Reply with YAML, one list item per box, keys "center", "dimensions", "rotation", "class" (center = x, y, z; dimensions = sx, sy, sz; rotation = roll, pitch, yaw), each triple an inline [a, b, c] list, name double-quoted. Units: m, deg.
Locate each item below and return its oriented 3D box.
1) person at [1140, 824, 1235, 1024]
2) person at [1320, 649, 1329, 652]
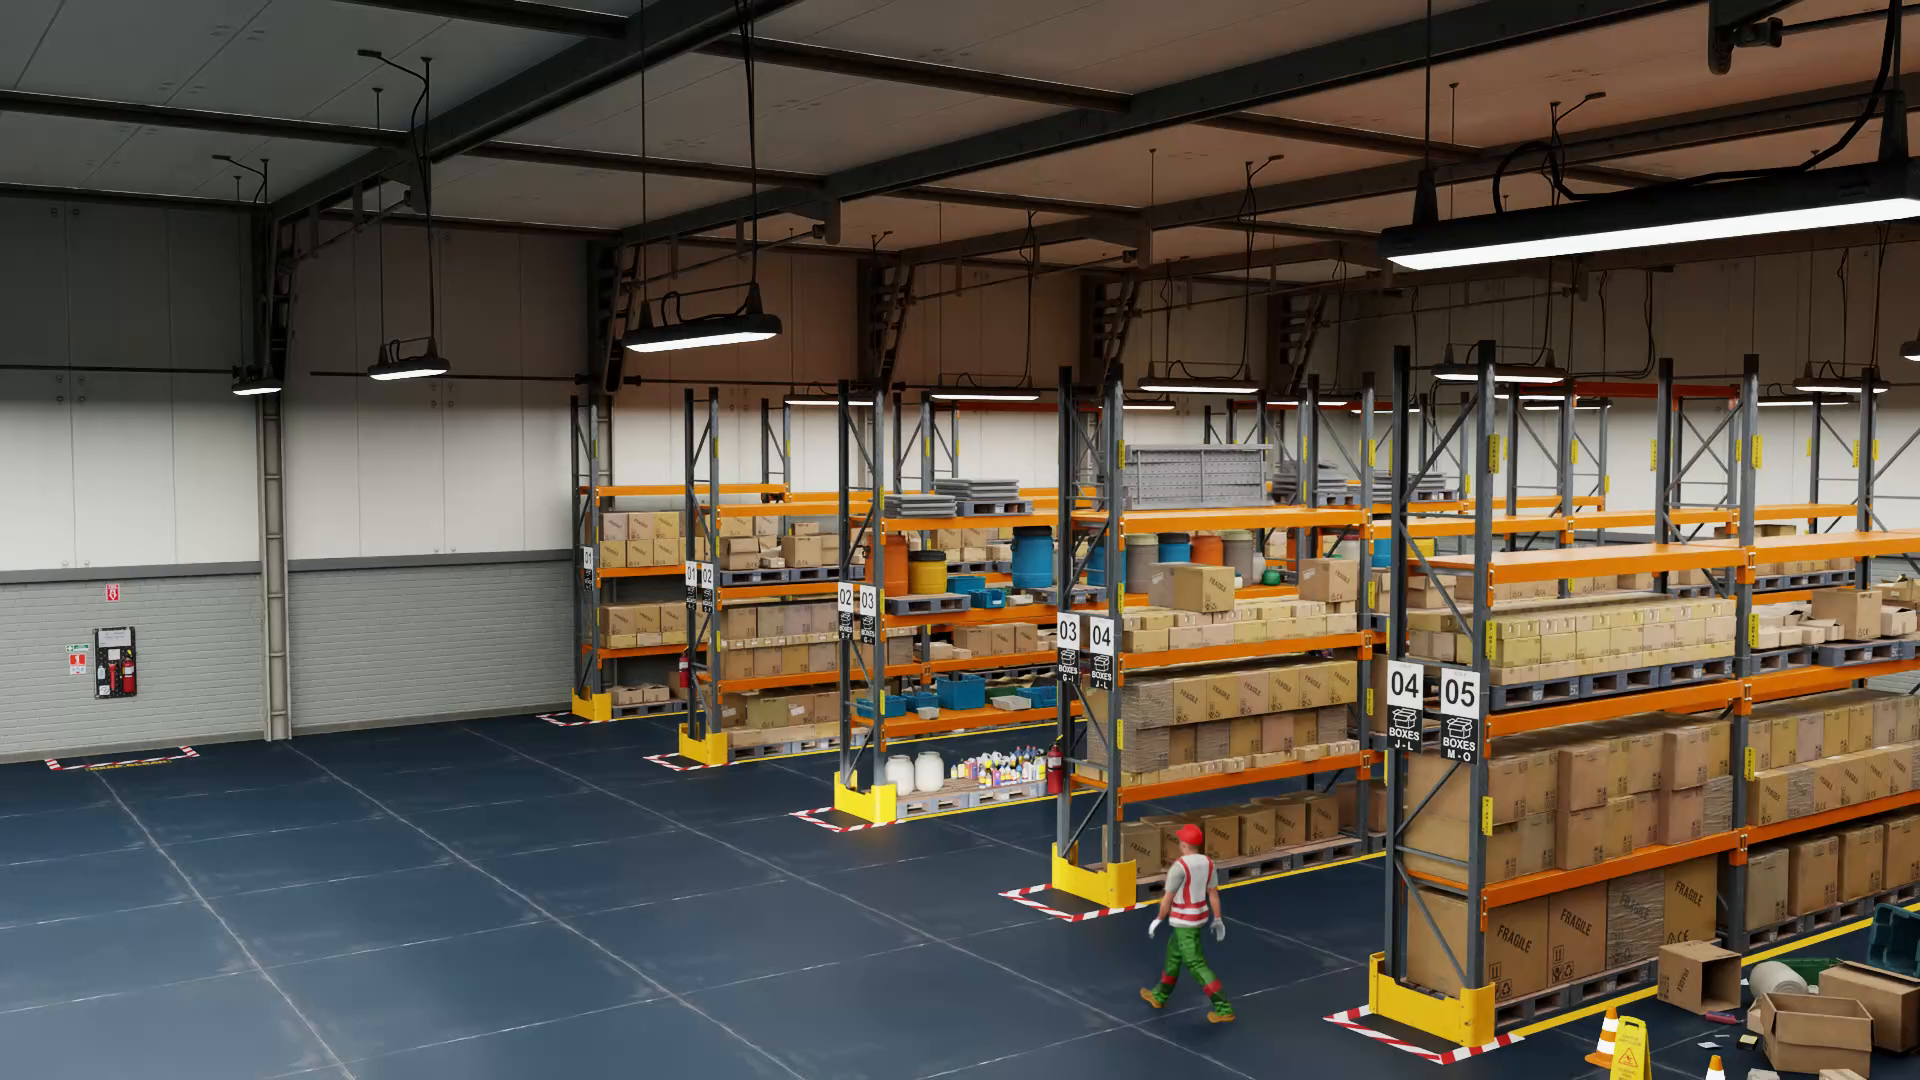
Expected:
- center: [2.000, 3.398, 14.803]
  dimensions: [1.062, 1.753, 0.507]
  rotation: [2, 4, 33]
  class: "person"
- center: [9.112, 1.862, 40.329]
  dimensions: [0.640, 1.761, 0.918]
  rotation: [2, 4, 33]
  class: "person"
